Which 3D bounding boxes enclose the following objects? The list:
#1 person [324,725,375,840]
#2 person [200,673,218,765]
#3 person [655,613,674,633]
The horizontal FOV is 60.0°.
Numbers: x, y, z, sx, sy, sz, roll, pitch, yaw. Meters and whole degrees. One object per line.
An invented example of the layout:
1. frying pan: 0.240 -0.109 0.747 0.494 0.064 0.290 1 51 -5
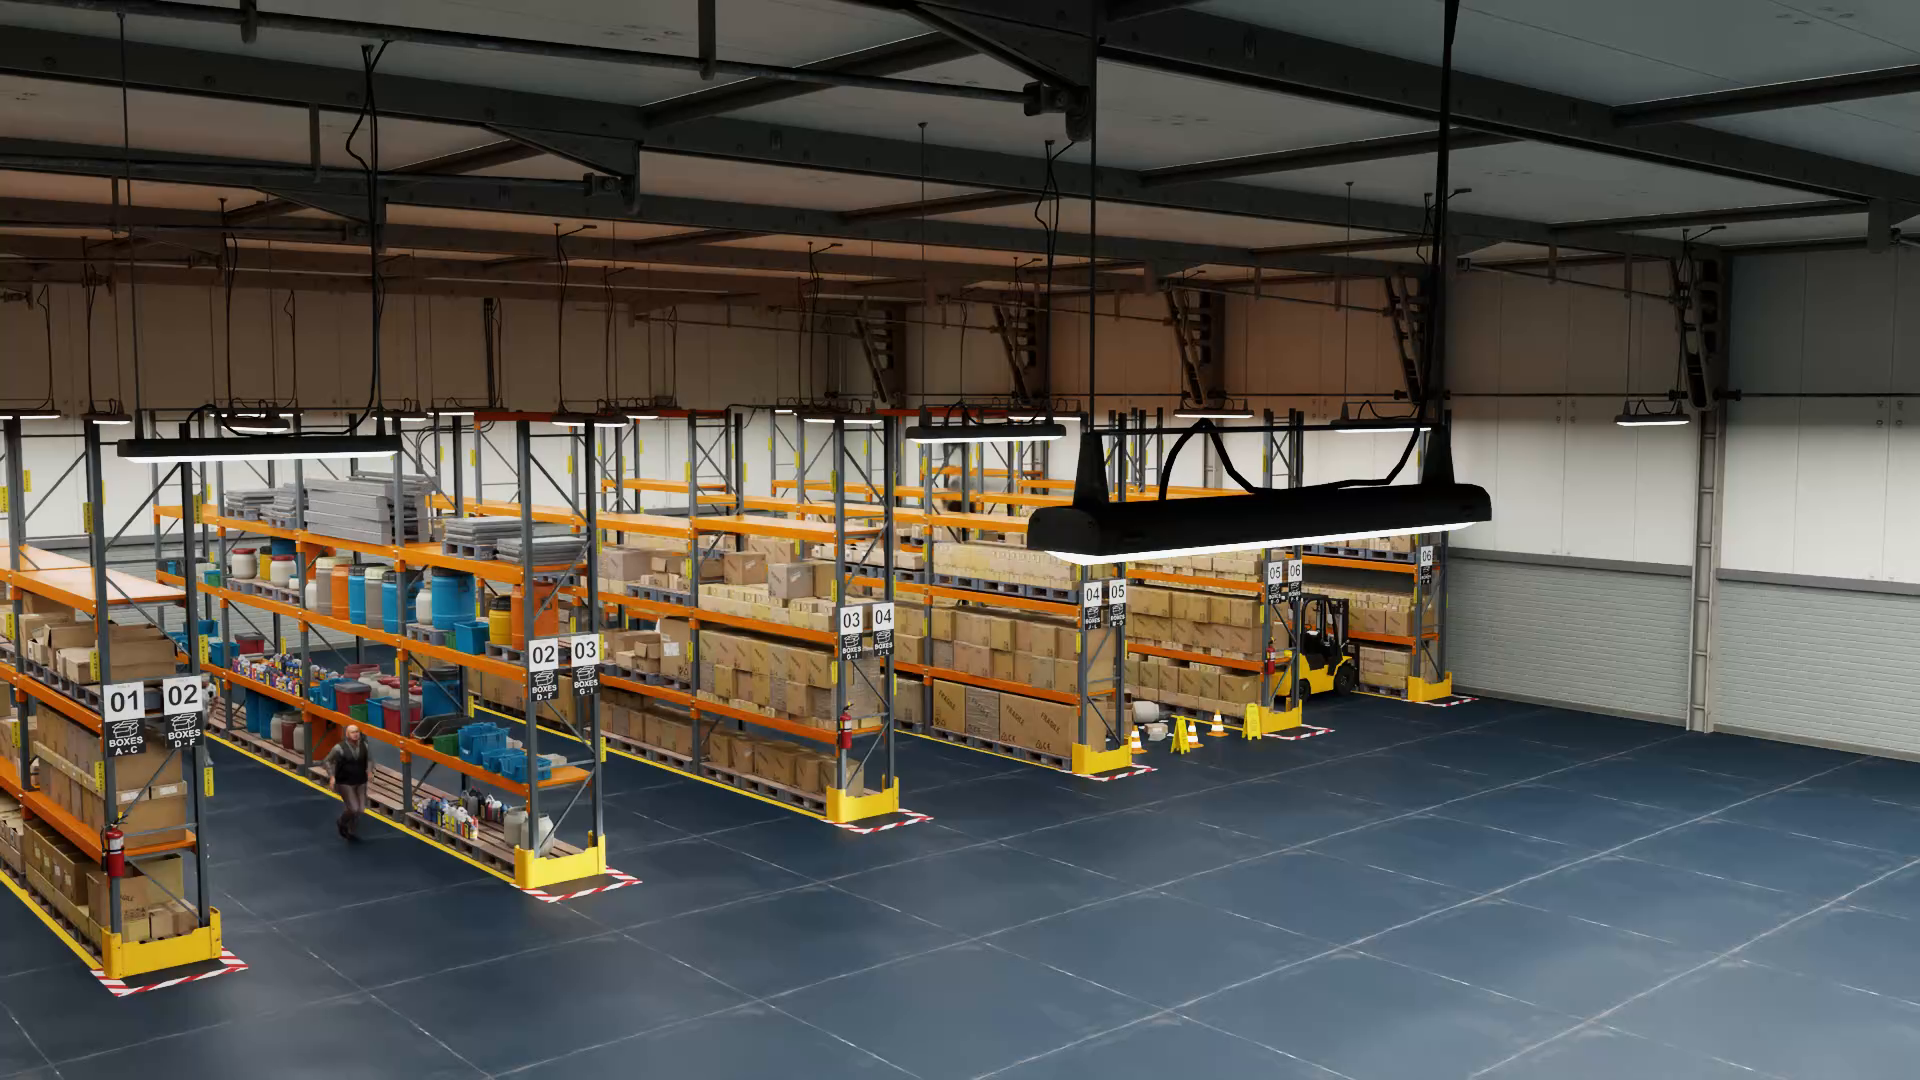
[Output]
1. person: -8.539 3.430 23.405 0.644 1.668 0.664 -5 7 -45
2. person: -13.141 3.046 28.686 0.612 1.626 0.956 -4 7 -40
3. person: -6.302 2.303 35.871 0.955 1.776 0.712 4 6 39
